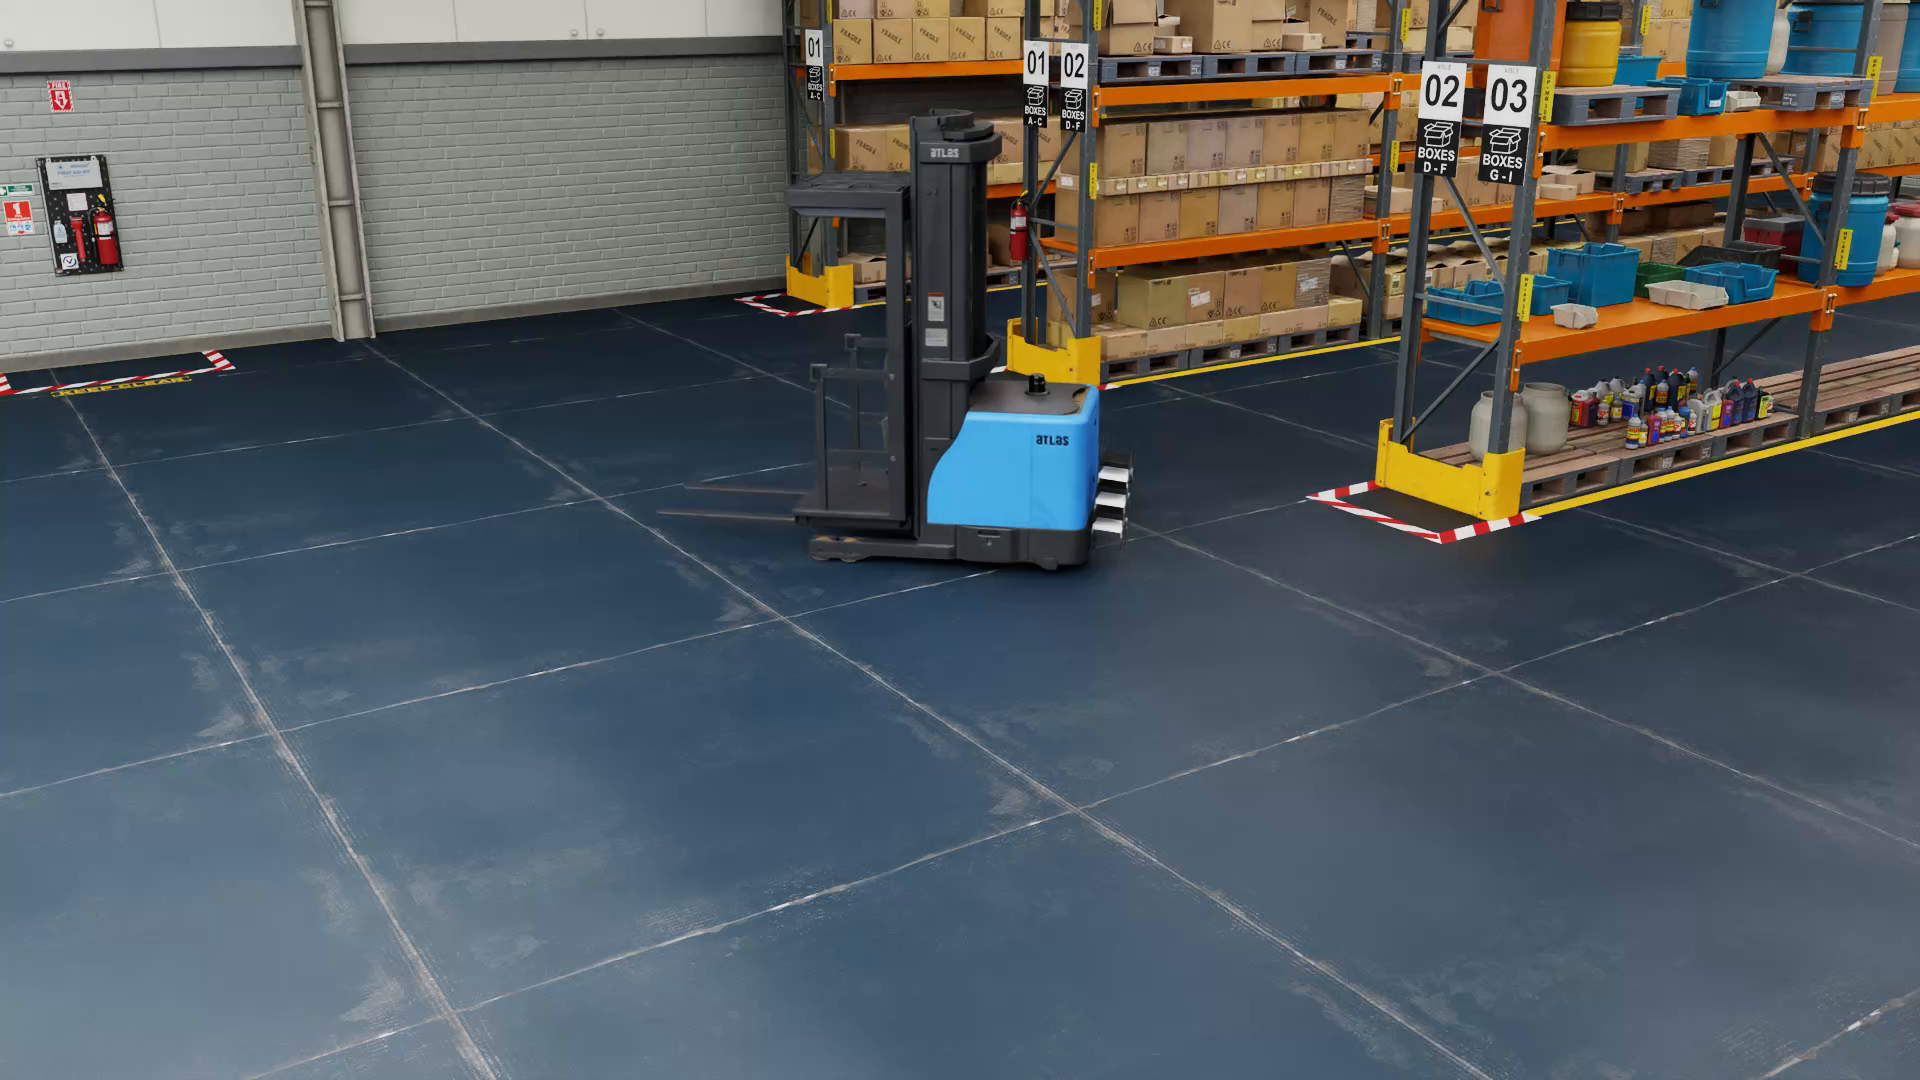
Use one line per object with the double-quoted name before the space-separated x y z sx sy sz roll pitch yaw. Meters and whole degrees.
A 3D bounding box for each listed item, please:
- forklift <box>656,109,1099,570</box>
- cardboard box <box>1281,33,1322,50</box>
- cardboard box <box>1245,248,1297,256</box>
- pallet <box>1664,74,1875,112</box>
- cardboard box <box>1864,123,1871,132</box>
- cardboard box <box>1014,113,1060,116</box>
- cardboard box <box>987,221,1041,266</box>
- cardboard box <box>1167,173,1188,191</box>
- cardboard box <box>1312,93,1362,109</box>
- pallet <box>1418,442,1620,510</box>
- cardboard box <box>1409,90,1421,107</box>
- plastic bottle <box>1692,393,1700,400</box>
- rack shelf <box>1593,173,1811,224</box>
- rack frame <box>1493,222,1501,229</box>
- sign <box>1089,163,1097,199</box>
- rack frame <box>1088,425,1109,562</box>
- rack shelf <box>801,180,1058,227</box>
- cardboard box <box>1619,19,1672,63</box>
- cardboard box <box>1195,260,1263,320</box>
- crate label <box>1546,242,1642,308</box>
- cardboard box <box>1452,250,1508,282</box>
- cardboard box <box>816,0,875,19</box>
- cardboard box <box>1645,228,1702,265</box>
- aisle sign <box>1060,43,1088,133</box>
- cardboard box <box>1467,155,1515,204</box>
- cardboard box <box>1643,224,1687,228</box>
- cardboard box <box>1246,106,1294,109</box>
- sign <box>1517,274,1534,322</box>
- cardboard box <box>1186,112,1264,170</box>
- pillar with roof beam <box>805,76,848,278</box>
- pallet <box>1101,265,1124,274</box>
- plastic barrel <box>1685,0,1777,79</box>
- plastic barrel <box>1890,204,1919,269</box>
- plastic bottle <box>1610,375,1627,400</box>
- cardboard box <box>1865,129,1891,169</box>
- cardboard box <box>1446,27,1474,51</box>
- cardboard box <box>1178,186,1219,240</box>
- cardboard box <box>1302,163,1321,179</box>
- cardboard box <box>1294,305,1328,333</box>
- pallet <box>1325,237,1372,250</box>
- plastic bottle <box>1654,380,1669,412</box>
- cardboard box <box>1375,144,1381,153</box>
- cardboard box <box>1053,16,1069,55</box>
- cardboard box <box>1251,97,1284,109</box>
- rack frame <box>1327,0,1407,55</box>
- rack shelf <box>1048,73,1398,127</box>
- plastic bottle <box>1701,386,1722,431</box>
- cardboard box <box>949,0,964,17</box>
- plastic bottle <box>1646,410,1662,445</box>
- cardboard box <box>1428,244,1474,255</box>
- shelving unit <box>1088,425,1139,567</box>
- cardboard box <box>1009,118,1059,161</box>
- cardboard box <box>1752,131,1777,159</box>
"forklift" -0.580 -1.395 11.296 3.031 2.935 1.130 3 19 9
"cardboard box" 3.421 -5.025 16.761 0.250 0.149 0.380 -12 22 -31
"cardboard box" 3.306 -2.907 18.128 0.500 0.500 0.500 -12 22 -31
"pallet" 6.451 -3.597 13.311 1.003 0.211 1.213 -12 22 -31
"cardboard box" 11.939 -5.773 22.419 0.500 0.500 0.500 -13 22 -33
"cardboard box" 1.044 -5.335 21.874 0.500 0.500 0.500 -13 22 -33
"cardboard box" 0.706 -3.899 21.810 0.500 0.500 0.500 -14 23 -35
"cardboard box" 2.024 -3.540 16.364 0.250 0.149 0.380 -12 22 -32
"cardboard box" 5.437 -6.342 23.997 0.500 0.250 0.500 -11 22 -30
"pallet" 4.378 -0.560 13.073 1.213 0.211 1.003 -12 22 -31
"cardboard box" 6.699 -6.612 24.797 0.500 0.250 0.500 -12 22 -33
"plastic bottle" 6.112 -1.082 13.815 0.133 0.283 0.061 -12 22 -31
"rack shelf" 9.290 -4.460 21.376 4.000 0.370 1.077 -12 22 -31
"rack frame" 8.232 -6.477 26.221 0.127 3.000 1.000 -12 22 -31
"sign" 1.238 -3.337 15.458 0.005 0.325 0.100 -12 22 -31
"rack frame" 0.935 -0.312 11.215 0.006 0.900 0.240 9 20 12
"rack shelf" -0.119 -4.375 21.126 4.000 0.370 1.077 -12 22 -31
"cardboard box" 7.965 -6.003 19.977 0.500 0.500 0.910 -12 22 -31
"cardboard box" 2.762 -2.589 17.187 0.500 0.500 0.500 -12 22 -31
"crate label" 5.047 -2.127 13.297 0.616 0.435 0.502 -12 22 -31
"cardboard box" 6.044 -3.183 19.239 0.500 0.311 0.500 -11 22 -30
"cardboard box" -1.334 -6.318 19.317 0.500 0.500 0.500 -14 23 -35
"cardboard box" 9.012 -3.657 21.095 0.500 0.500 0.500 -12 22 -32
"aisle sign" 1.051 -4.177 15.358 0.004 0.787 0.394 -12 22 -31
"cardboard box" 6.227 -4.196 19.316 0.500 0.500 0.500 -13 23 -34
"cardboard box" 9.138 -3.885 21.770 0.500 0.500 0.500 -13 23 -33
"cardboard box" 4.505 -5.943 23.797 0.500 0.500 0.700 -15 24 -38
"sign" 3.958 -1.697 11.648 0.005 0.325 0.100 -12 22 -31
"cardboard box" 2.654 -4.061 16.891 0.500 0.500 0.700 -12 22 -31
"pillar with roof beam" 0.687 -6.409 16.651 0.400 9.000 9.100 -12 22 -31
"pallet" 2.200 -3.885 22.906 1.213 0.211 1.003 -12 22 -31
"plastic barrel" 6.110 -4.129 13.152 0.708 0.901 0.600 -12 22 -31
"plastic barrel" 8.532 -2.722 14.900 0.433 0.535 0.433 0 19 0
"plastic bottle" 5.585 -1.232 14.156 0.185 0.351 0.144 -12 22 -32
"cardboard box" 12.380 -5.396 22.865 0.500 0.500 0.500 -12 22 -32
"cardboard box" 5.256 -5.496 18.213 0.500 0.250 0.500 -15 24 -37
"cardboard box" 2.189 -3.345 16.800 0.500 0.500 0.700 -12 22 -31
"cardboard box" 3.525 -3.857 17.301 0.250 0.149 0.380 -12 22 -32
"cardboard box" 3.588 -2.415 17.841 0.500 0.250 0.500 -12 22 -31
"pallet" 5.592 -4.570 24.934 1.213 0.211 1.003 -12 22 -31
"plastic bottle" 6.043 -1.245 14.317 0.097 0.271 0.097 0 19 0
"cardboard box" 6.132 -5.851 24.728 0.250 0.149 0.380 -11 22 -30
"cardboard box" 1.263 -6.390 21.093 0.500 0.500 0.500 -11 22 -30
"cardboard box" 4.359 -6.206 23.563 0.250 0.149 0.380 -17 25 -40
"rack frame" 4.279 -6.586 17.174 0.127 3.000 1.000 -12 22 -31
"rack shelf" 2.608 -4.472 16.728 4.000 0.370 1.077 -12 22 -31
"plastic bottle" 6.190 -1.091 13.736 0.185 0.351 0.144 -12 22 -32
"cardboard box" -0.276 -6.728 20.529 0.500 0.500 0.500 -12 22 -31
"plastic bottle" 5.544 -0.906 13.296 0.133 0.283 0.061 -11 22 -31
"cardboard box" 5.730 -3.322 19.649 0.500 0.311 0.500 -12 22 -32
"shelving unit" 1.034 -0.297 11.194 0.210 0.900 0.258 9 20 12
"cardboard box" 0.913 -5.106 21.198 0.500 0.500 0.500 -12 22 -32
"cardboard box" 10.441 -5.376 22.150 0.700 0.500 0.500 14 23 35
